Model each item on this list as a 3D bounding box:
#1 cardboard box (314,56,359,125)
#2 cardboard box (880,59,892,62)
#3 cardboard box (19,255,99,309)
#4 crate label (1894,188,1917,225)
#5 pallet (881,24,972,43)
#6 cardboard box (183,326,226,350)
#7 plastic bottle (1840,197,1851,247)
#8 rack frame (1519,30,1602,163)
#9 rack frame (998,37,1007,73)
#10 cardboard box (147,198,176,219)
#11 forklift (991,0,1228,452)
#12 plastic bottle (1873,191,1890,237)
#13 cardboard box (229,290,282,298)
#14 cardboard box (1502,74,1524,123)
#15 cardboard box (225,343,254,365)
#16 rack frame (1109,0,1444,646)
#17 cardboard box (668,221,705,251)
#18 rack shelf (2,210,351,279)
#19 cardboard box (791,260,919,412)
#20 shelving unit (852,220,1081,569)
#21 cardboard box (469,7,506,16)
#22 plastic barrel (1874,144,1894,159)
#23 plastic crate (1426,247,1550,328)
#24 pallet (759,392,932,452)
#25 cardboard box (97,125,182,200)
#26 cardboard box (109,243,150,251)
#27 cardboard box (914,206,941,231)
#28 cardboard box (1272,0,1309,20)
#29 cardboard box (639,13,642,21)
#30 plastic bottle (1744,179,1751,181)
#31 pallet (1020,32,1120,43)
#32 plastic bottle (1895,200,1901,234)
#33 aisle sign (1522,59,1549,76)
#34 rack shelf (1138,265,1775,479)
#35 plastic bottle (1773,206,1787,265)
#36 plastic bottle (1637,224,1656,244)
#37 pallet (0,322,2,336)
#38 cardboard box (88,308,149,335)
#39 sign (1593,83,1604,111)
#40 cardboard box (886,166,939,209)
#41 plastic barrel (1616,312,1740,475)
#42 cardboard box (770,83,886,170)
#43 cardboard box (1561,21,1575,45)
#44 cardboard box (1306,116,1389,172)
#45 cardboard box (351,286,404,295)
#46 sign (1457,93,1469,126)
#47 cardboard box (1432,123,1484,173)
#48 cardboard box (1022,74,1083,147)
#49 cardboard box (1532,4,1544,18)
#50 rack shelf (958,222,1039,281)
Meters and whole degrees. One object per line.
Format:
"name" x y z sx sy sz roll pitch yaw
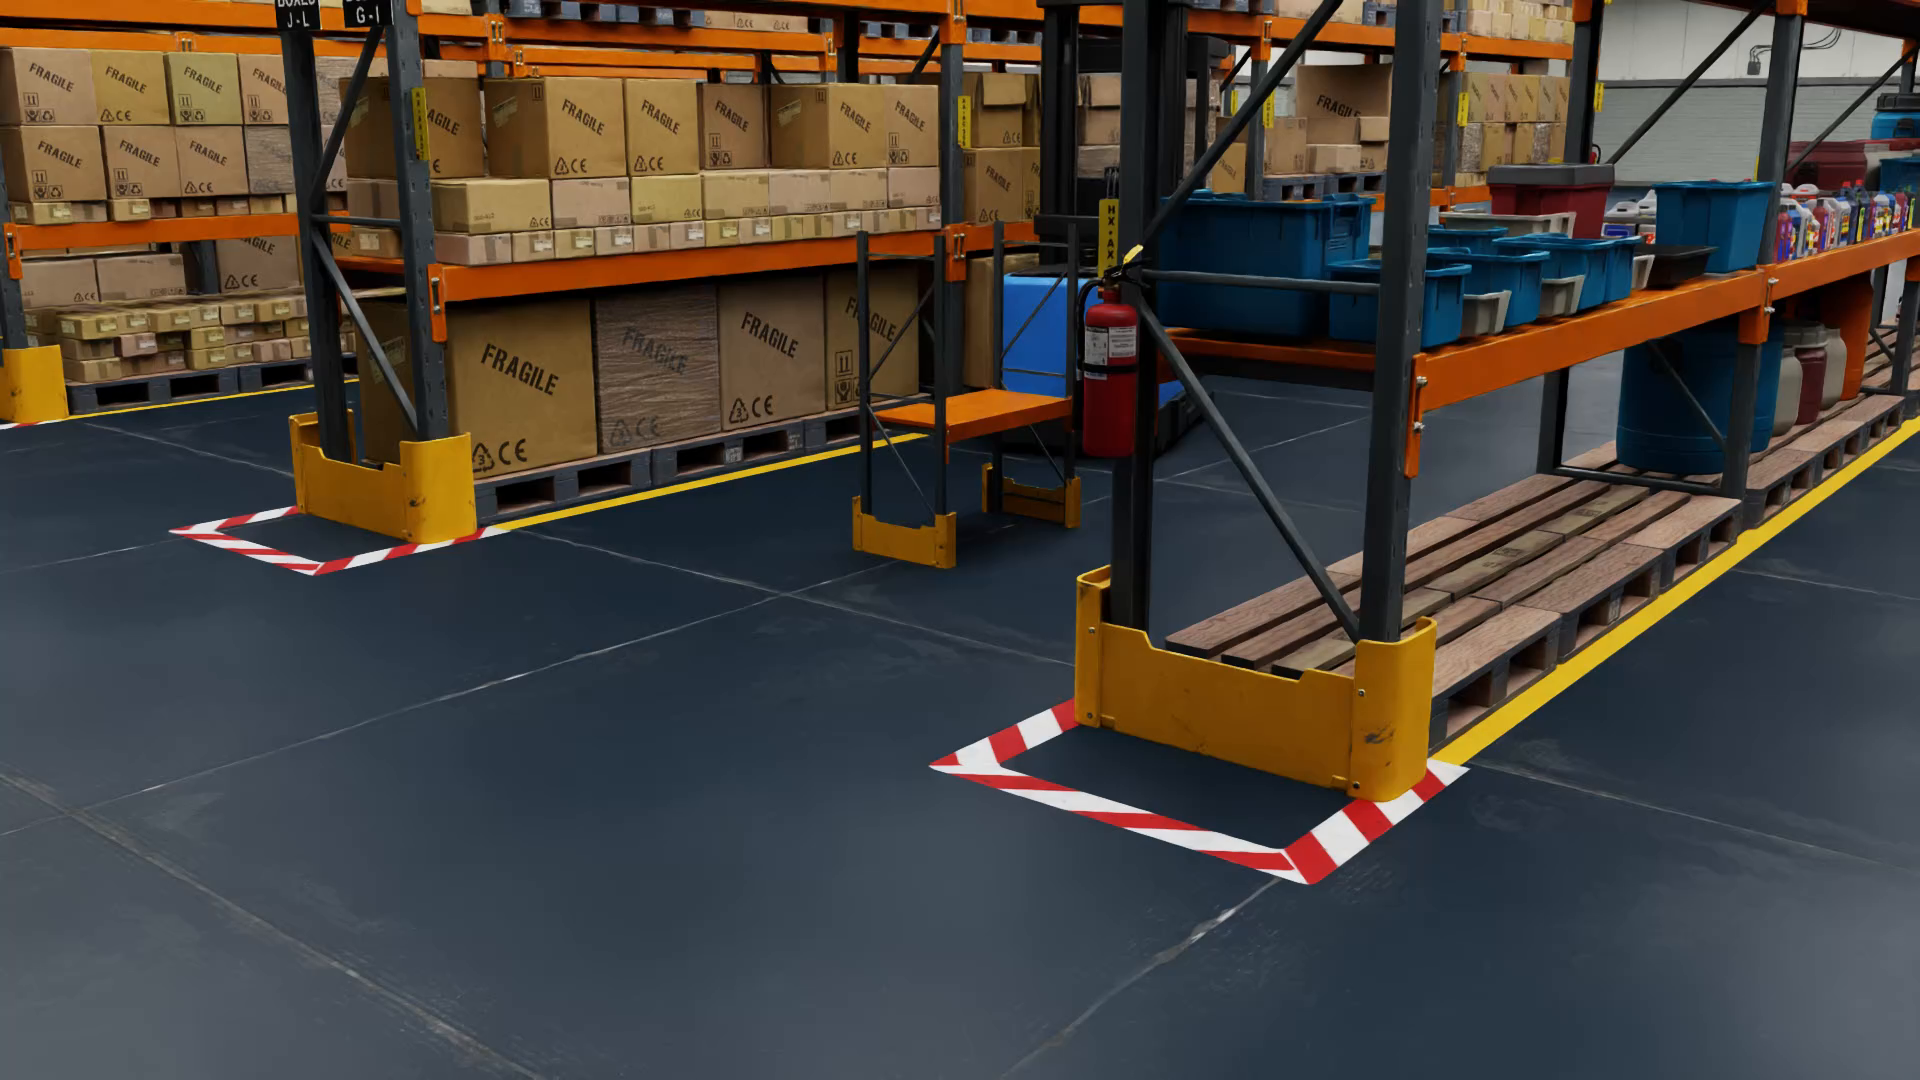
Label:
"cardboard box" -4.938 -3.455 12.795 0.500 0.500 0.500 12 18 39
"cardboard box" -1.233 -7.179 24.710 0.380 0.149 0.250 11 18 37
"cardboard box" -9.154 -2.539 16.376 0.875 0.438 0.875 11 18 36
"crate label" 6.517 -2.260 11.267 0.303 0.233 0.416 11 18 38
"pallet" -0.622 -5.580 18.288 1.003 0.211 1.213 12 19 40
"cardboard box" -5.638 -1.503 12.280 0.380 0.149 0.250 12 19 39
"plastic bottle" 4.917 -1.778 9.291 0.097 0.271 0.097 0 14 0
"rack frame" 7.137 -4.617 20.205 1.000 3.000 0.127 11 18 38
"rack frame" 0.828 -4.638 20.287 1.000 3.000 0.127 11 18 38
"cardboard box" -5.861 -2.398 11.982 0.380 0.149 0.250 12 19 40
"forklift" 1.136 -2.270 11.104 1.130 2.935 3.031 5 15 18
"plastic bottle" 5.562 -1.974 10.064 0.097 0.271 0.097 0 14 0
"cardboard box" -5.580 -1.887 13.186 0.380 0.149 0.250 11 18 38
"cardboard box" 5.731 -4.767 17.956 0.500 0.500 0.500 11 18 38
"cardboard box" -5.552 -1.419 12.555 0.380 0.149 0.250 11 18 38
"rack frame" 0.933 -0.786 5.126 1.000 3.000 0.127 11 18 38
"cardboard box" -1.634 -1.695 9.211 0.380 0.149 0.250 11 18 37
"rack shelf" -5.457 -2.374 12.837 1.077 0.370 4.000 11 18 38
"cardboard box" -0.883 -1.379 10.920 0.875 0.875 0.875 11 18 38
"shelving unit" 0.048 -0.742 7.996 0.587 1.500 1.083 11 18 38
"cardboard box" -5.719 -6.230 19.401 0.797 0.503 0.637 10 17 34
"plastic barrel" 6.706 -2.683 12.366 0.421 0.512 0.421 0 14 0
"plastic crate" 1.758 -0.857 5.621 0.416 0.233 0.300 11 18 38
"pallet" -0.944 -0.834 10.976 1.003 0.211 1.213 11 18 38
"cardboard box" -5.900 -2.682 11.781 0.500 0.500 0.500 11 18 38
"cardboard box" -10.854 -3.868 21.481 0.500 0.500 0.500 11 18 36
"cardboard box" -0.342 -2.088 10.760 0.380 0.149 0.250 11 18 38
"cardboard box" 2.602 -4.517 14.022 0.500 0.250 0.500 12 18 39
"cardboard box" -2.871 -5.112 15.860 0.500 0.500 0.500 11 18 38
"plastic bottle" 4.665 -1.968 9.879 0.144 0.351 0.185 11 18 38
"pallet" 1.350 -6.204 20.539 1.003 0.211 1.213 11 18 38
"plastic bottle" 5.807 -2.015 10.367 0.097 0.201 0.097 0 14 0
"aisle sign" 6.942 -5.935 20.114 0.394 0.787 0.004 11 18 38
"rack shelf" 2.190 -0.821 6.722 1.077 0.370 4.000 11 18 38
"plastic bottle" 4.009 -1.500 8.172 0.061 0.283 0.133 11 18 38
"plastic bottle" 3.552 -1.566 8.598 0.097 0.201 0.097 0 14 0
"pallet" -9.419 -2.133 16.089 1.003 0.211 1.213 11 18 38
"cardboard box" -6.041 -1.569 11.936 0.380 0.149 0.250 12 18 39
"sign" 7.556 -5.242 19.670 0.100 0.325 0.005 11 18 38
"cardboard box" -0.479 -2.265 10.648 0.500 0.250 0.500 11 18 37
"plastic barrel" 3.802 -0.840 8.748 0.600 0.901 0.708 11 18 38
"cardboard box" -0.805 -2.529 10.163 0.500 0.500 0.500 11 18 38
"cardboard box" 6.720 -5.770 18.958 0.500 0.250 0.500 11 18 38
"cardboard box" 3.605 -3.758 15.762 0.797 0.503 0.637 14 20 43
"cardboard box" -4.725 -1.966 13.498 0.380 0.149 0.250 12 19 39
"sign" 5.056 -4.327 16.711 0.100 0.325 0.005 11 18 38
"cardboard box" 4.953 -4.120 17.442 0.875 0.500 0.500 11 18 38
"cardboard box" 0.430 -3.107 12.019 0.797 0.503 0.637 12 18 38
"cardboard box" 6.173 -5.796 18.251 0.380 0.149 0.250 10 17 35
"rack shelf" 0.851 -2.353 12.755 1.077 0.370 4.000 11 18 38
